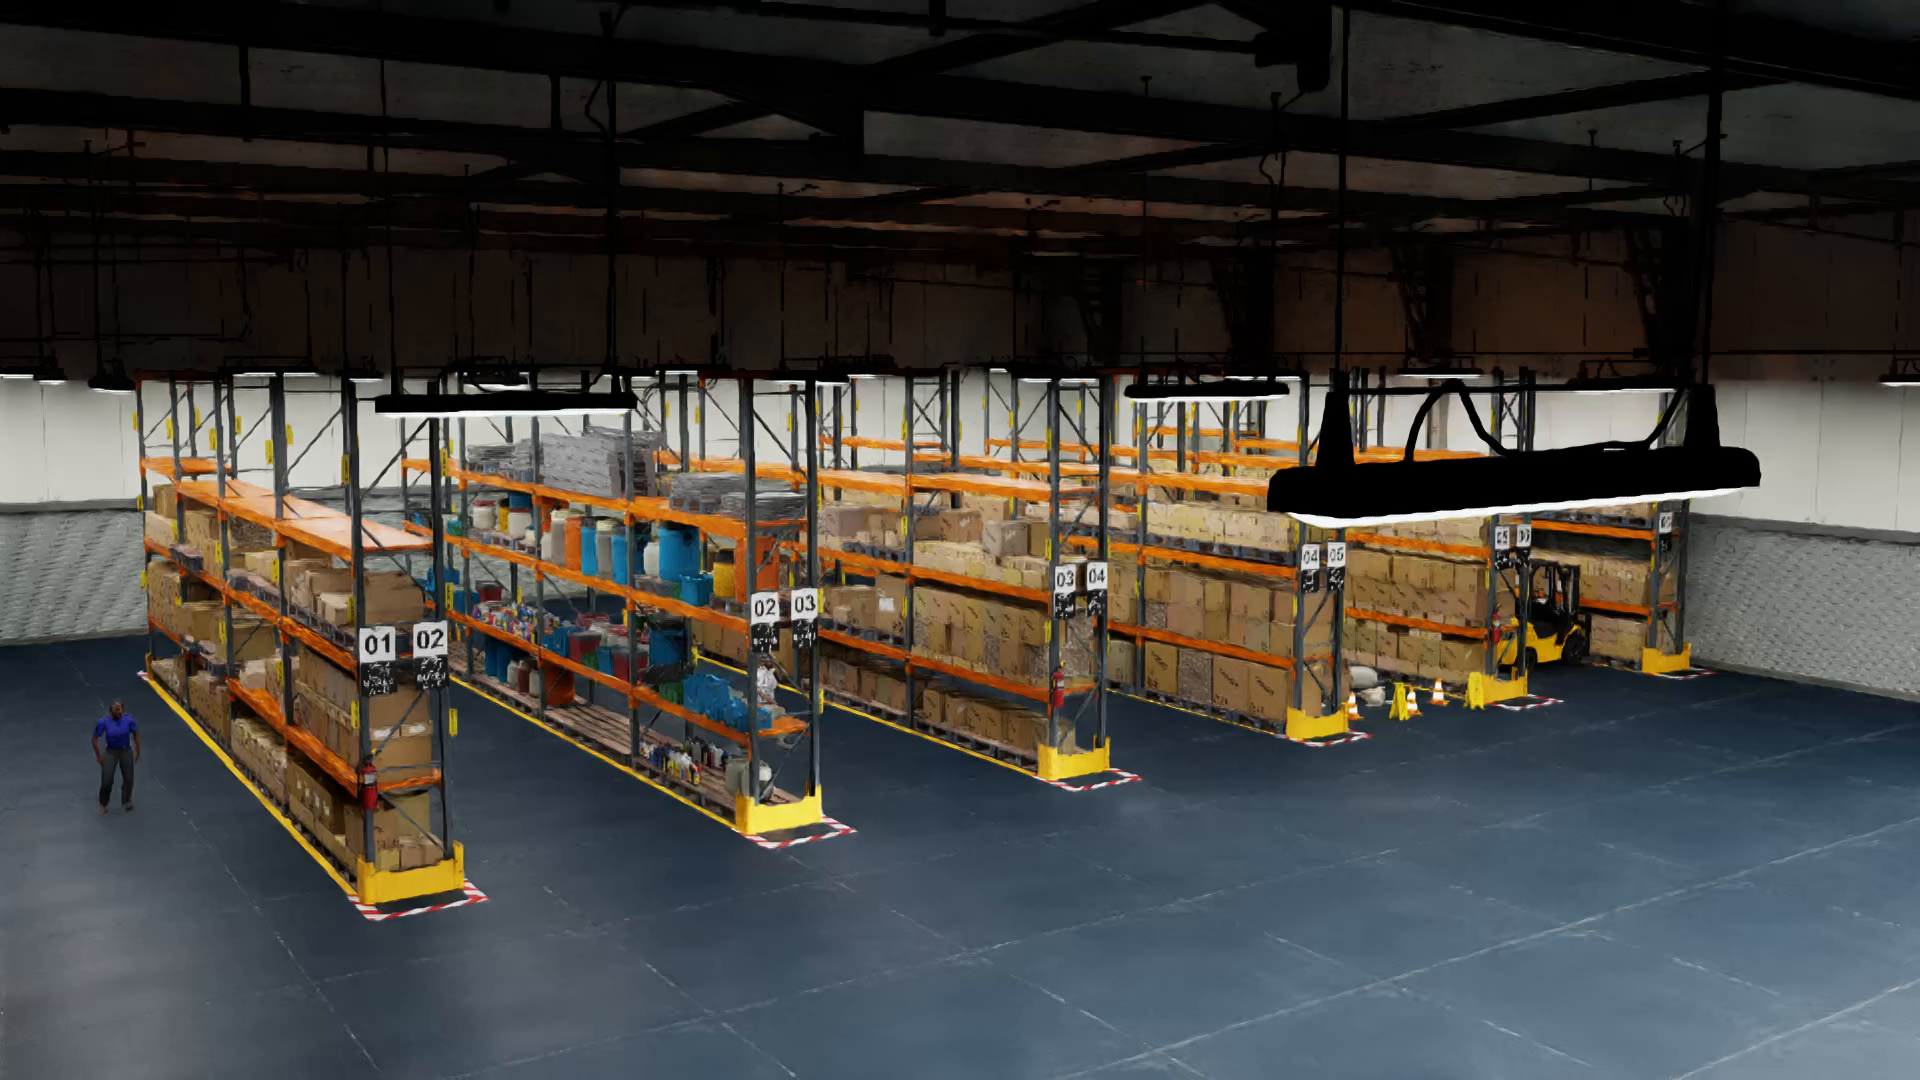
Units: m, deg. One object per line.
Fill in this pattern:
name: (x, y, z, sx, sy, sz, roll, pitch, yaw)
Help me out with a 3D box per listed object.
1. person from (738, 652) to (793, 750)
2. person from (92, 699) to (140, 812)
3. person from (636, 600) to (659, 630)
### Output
person: (-3.129, 2.544, 26.444, 0.827, 1.606, 0.621, 5, 8, 39)
person: (-11.623, 2.960, 22.923, 0.592, 1.604, 0.518, -5, 8, -36)
person: (-6.588, 1.542, 34.849, 0.703, 1.722, 0.835, -3, 7, -28)
